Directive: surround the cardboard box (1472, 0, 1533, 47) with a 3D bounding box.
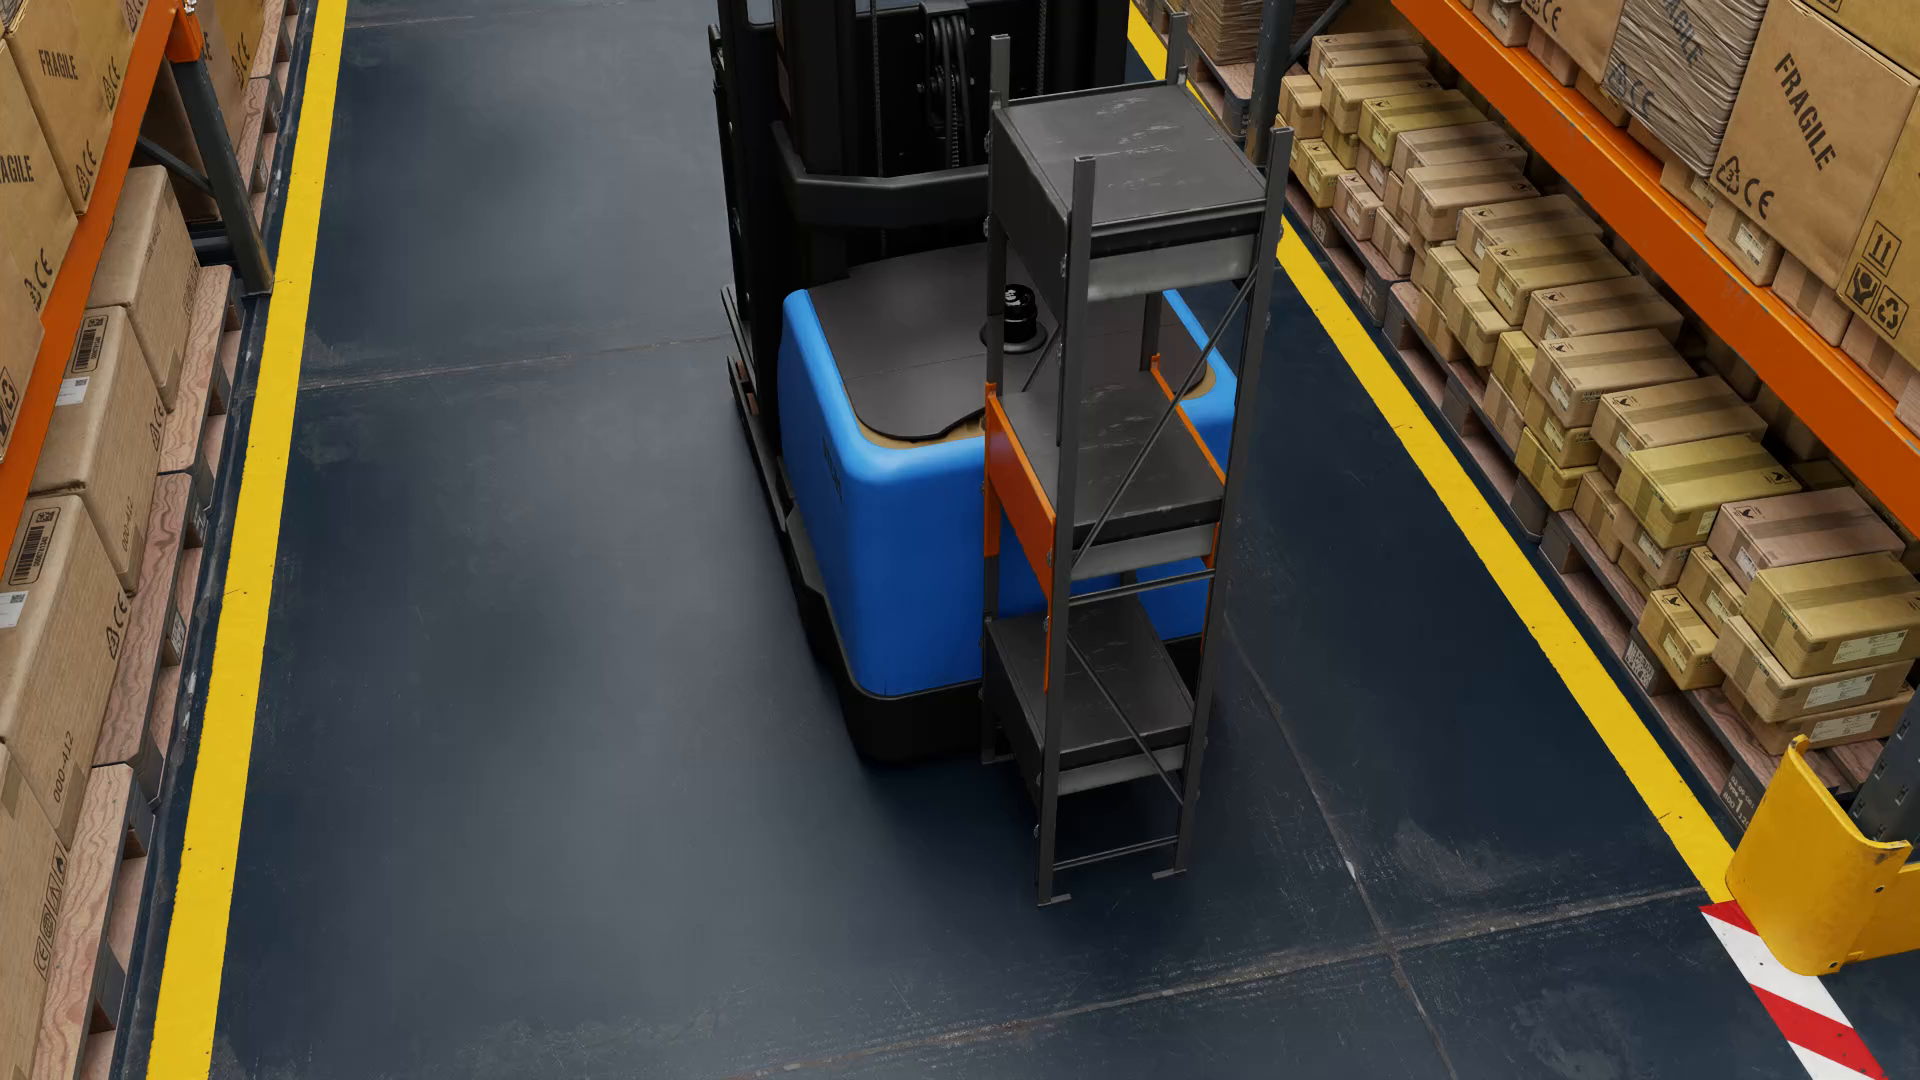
[{"bbox_3d":[1.782,-1.617,5.002,0.380,0.149,0.250,-7,42,-7],"label":"cardboard box"}]

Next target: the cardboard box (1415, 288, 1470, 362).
[{"bbox_3d":[1.793,-0.762,5.680,0.380,0.149,0.250,-9,42,-10],"label":"cardboard box"}]

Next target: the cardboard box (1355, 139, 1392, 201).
[{"bbox_3d":[1.704,-1.406,6.181,0.380,0.149,0.250,-9,42,-10],"label":"cardboard box"}]

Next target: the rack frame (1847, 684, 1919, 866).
[{"bbox_3d":[2.572,-0.196,3.211,1.000,3.000,0.127,-8,42,-9],"label":"rack frame"}]

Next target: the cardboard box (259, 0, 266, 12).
[{"bbox_3d":[-3.710,-2.931,7.576,0.875,0.875,0.875,-8,42,-9],"label":"cardboard box"}]

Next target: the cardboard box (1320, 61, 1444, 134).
[{"bbox_3d":[1.582,-1.662,6.246,0.380,0.149,0.250,-6,42,-7],"label":"cardboard box"}]

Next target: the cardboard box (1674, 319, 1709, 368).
[{"bbox_3d":[2.368,-0.616,5.291,0.380,0.149,0.250,-6,42,-7],"label":"cardboard box"}]

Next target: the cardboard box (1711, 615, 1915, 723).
[{"bbox_3d":[2.179,0.301,4.259,0.380,0.149,0.250,-9,42,-10],"label":"cardboard box"}]

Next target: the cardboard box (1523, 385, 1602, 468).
[{"bbox_3d":[1.941,-0.369,5.014,0.380,0.149,0.250,-8,42,-9],"label":"cardboard box"}]

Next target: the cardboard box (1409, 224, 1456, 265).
[{"bbox_3d":[1.796,-1.049,5.779,0.380,0.149,0.250,-7,42,-7],"label":"cardboard box"}]

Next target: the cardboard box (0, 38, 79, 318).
[{"bbox_3d":[-2.416,-0.789,3.804,0.500,0.500,0.500,-7,42,-8],"label":"cardboard box"}]

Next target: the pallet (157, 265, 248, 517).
[{"bbox_3d":[-3.015,-0.467,5.617,1.003,0.211,1.213,-8,42,-9],"label":"pallet"}]

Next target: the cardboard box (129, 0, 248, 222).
[{"bbox_3d":[-3.315,-1.767,6.265,0.875,0.875,0.875,-7,42,-8],"label":"cardboard box"}]

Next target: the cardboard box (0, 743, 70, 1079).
[{"bbox_3d":[-2.480,0.967,3.515,0.875,0.438,0.875,-10,43,-11],"label":"cardboard box"}]

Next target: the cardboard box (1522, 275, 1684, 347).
[{"bbox_3d":[1.977,-0.667,5.124,0.380,0.149,0.250,-10,43,-11],"label":"cardboard box"}]

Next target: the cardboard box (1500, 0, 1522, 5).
[{"bbox_3d":[1.757,-1.929,4.864,0.500,0.500,0.500,-9,42,-10],"label":"cardboard box"}]

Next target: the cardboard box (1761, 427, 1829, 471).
[{"bbox_3d":[2.617,-0.288,4.922,0.380,0.149,0.250,-7,42,-8],"label":"cardboard box"}]

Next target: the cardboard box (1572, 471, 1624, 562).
[{"bbox_3d":[2.061,-0.092,4.925,0.380,0.149,0.250,-8,42,-9],"label":"cardboard box"}]

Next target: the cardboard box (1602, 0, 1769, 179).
[{"bbox_3d":[1.999,-1.261,4.111,0.500,0.500,0.500,-8,42,-9],"label":"cardboard box"}]

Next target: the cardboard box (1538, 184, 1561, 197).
[{"bbox_3d":[2.265,-1.148,5.891,0.380,0.149,0.250,-7,42,-8],"label":"cardboard box"}]

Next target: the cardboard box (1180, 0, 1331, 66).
[{"bbox_3d":[1.303,-2.454,7.322,0.500,0.500,0.500,-9,42,-10],"label":"cardboard box"}]

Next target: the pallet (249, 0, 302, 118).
[{"bbox_3d":[-3.610,-2.253,7.629,1.003,0.211,1.213,-8,42,-9],"label":"pallet"}]

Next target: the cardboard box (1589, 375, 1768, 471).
[{"bbox_3d":[2.038,-0.314,4.727,0.380,0.149,0.250,-10,43,-11],"label":"cardboard box"}]

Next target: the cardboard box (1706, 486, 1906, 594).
[{"bbox_3d":[2.212,0.013,4.359,0.380,0.149,0.250,-8,42,-8],"label":"cardboard box"}]

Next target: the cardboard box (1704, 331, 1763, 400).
[{"bbox_3d":[2.499,-0.571,5.016,0.380,0.149,0.250,-7,42,-8],"label":"cardboard box"}]

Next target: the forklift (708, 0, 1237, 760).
[{"bbox_3d":[-0.170,-1.494,4.725,1.130,2.935,3.031,-11,43,-12],"label":"forklift"}]

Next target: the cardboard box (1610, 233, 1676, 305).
[{"bbox_3d":[2.339,-0.897,5.384,0.380,0.149,0.250,-8,42,-9],"label":"cardboard box"}]

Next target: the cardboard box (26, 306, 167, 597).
[{"bbox_3d":[-2.879,-0.210,4.841,0.875,0.438,0.875,-10,42,-11],"label":"cardboard box"}]

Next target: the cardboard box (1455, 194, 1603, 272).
[{"bbox_3d":[1.878,-0.998,5.498,0.380,0.149,0.250,-10,43,-11],"label":"cardboard box"}]

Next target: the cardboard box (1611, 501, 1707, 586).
[{"bbox_3d":[2.065,-0.036,4.638,0.380,0.149,0.250,-10,43,-11],"label":"cardboard box"}]

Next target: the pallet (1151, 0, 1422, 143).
[{"bbox_3d":[1.539,-2.250,7.626,1.003,0.211,1.213,-8,42,-9],"label":"pallet"}]

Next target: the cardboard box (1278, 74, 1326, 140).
[{"bbox_3d":[1.474,-1.710,6.524,0.380,0.149,0.250,-7,42,-7],"label":"cardboard box"}]

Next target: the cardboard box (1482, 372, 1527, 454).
[{"bbox_3d":[1.906,-0.428,5.304,0.380,0.149,0.250,-8,42,-8],"label":"cardboard box"}]

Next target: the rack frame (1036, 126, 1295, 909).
[{"bbox_3d":[0.387,0.105,3.550,0.400,2.100,0.015,-11,43,-12],"label":"rack frame"}]

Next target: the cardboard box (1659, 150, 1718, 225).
[{"bbox_3d":[2.034,-0.937,4.235,0.380,0.149,0.250,-10,43,-11],"label":"cardboard box"}]

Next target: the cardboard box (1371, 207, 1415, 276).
[{"bbox_3d":[1.739,-1.114,6.076,0.380,0.149,0.250,-9,42,-10],"label":"cardboard box"}]

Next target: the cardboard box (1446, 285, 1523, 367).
[{"bbox_3d":[1.817,-0.713,5.401,0.380,0.149,0.250,-8,42,-9],"label":"cardboard box"}]

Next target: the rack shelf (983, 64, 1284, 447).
[{"bbox_3d":[0.320,-0.564,3.270,0.431,0.518,0.480,-11,43,-12],"label":"rack shelf"}]

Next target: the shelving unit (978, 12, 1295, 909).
[{"bbox_3d":[0.320,-0.051,3.726,0.431,2.100,0.503,-11,43,-12],"label":"shelving unit"}]

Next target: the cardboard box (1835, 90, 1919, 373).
[{"bbox_3d":[2.224,-0.599,3.366,0.500,0.500,0.500,-8,42,-8],"label":"cardboard box"}]

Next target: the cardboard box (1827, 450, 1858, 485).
[{"bbox_3d":[2.684,-0.241,4.644,0.380,0.149,0.250,-8,42,-9],"label":"cardboard box"}]

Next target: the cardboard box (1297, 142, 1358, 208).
[{"bbox_3d":[1.531,-1.425,6.427,0.380,0.149,0.250,-7,42,-8],"label":"cardboard box"}]

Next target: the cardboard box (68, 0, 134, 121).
[{"bbox_3d":[-2.637,-1.454,4.554,0.500,0.500,0.500,-9,42,-10],"label":"cardboard box"}]

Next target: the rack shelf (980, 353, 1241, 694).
[{"bbox_3d":[0.320,-0.041,3.735,0.431,0.518,0.480,-11,43,-12],"label":"rack shelf"}]

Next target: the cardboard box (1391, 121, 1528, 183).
[{"bbox_3d":[1.763,-1.339,5.882,0.380,0.149,0.250,-9,42,-10],"label":"cardboard box"}]

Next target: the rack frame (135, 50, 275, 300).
[{"bbox_3d":[-3.103,-2.014,5.259,1.000,3.000,0.127,-8,42,-9],"label":"rack frame"}]

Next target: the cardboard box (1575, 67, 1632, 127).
[{"bbox_3d":[1.960,-1.290,4.633,0.380,0.149,0.250,-8,42,-9],"label":"cardboard box"}]

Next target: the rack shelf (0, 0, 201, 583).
[{"bbox_3d":[-2.671,-0.448,4.037,1.077,0.370,4.000,-8,42,-9],"label":"rack shelf"}]

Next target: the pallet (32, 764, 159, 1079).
[{"bbox_3d":[-2.489,1.115,3.835,1.003,0.211,1.213,-8,42,-9],"label":"pallet"}]

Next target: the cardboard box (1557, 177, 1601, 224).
[{"bbox_3d":[2.322,-1.247,5.778,0.380,0.149,0.250,-10,43,-11],"label":"cardboard box"}]

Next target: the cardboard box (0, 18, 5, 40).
[{"bbox_3d":[-2.411,-1.174,3.484,0.500,0.500,0.500,-8,42,-9],"label":"cardboard box"}]

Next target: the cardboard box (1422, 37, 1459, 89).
[{"bbox_3d":[2.039,-1.909,6.524,0.380,0.149,0.250,-7,42,-8],"label":"cardboard box"}]

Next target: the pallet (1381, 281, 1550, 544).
[{"bbox_3d":[2.155,-0.523,5.680,1.003,0.211,1.213,-8,42,-9],"label":"pallet"}]

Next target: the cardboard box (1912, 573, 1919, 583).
[{"bbox_3d":[2.705,0.040,4.552,0.380,0.149,0.250,-9,42,-9],"label":"cardboard box"}]

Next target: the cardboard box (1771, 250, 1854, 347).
[{"bbox_3d":[2.140,-0.600,3.855,0.380,0.149,0.250,-9,42,-10],"label":"cardboard box"}]

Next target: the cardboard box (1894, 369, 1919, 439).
[{"bbox_3d":[2.225,-0.273,3.487,0.380,0.149,0.250,-8,42,-9],"label":"cardboard box"}]

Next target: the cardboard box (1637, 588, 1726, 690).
[{"bbox_3d":[2.100,0.250,4.540,0.380,0.149,0.250,-7,42,-8],"label":"cardboard box"}]

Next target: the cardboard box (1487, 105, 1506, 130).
[{"bbox_3d":[2.194,-1.588,6.163,0.380,0.149,0.250,-9,42,-10],"label":"cardboard box"}]

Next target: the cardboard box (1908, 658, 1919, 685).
[{"bbox_3d":[2.771,0.328,4.452,0.380,0.149,0.250,-8,42,-8],"label":"cardboard box"}]
